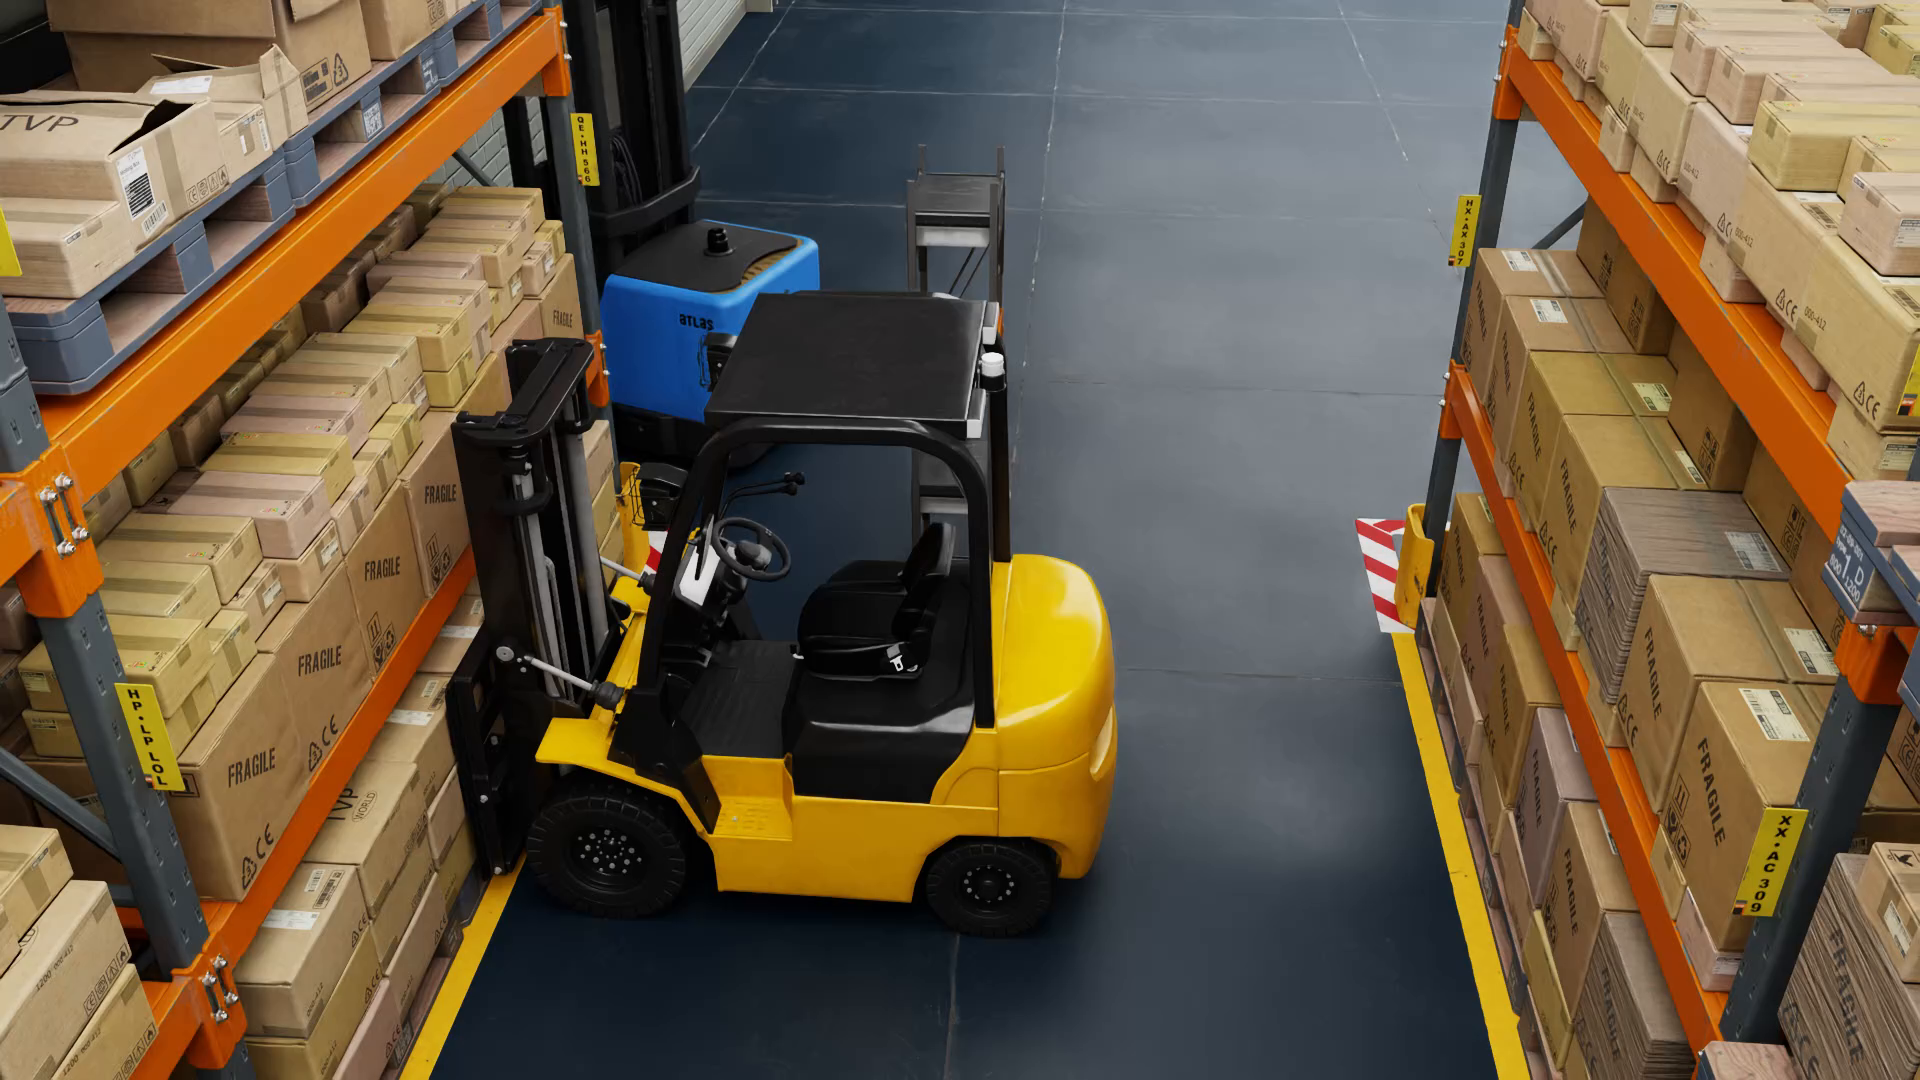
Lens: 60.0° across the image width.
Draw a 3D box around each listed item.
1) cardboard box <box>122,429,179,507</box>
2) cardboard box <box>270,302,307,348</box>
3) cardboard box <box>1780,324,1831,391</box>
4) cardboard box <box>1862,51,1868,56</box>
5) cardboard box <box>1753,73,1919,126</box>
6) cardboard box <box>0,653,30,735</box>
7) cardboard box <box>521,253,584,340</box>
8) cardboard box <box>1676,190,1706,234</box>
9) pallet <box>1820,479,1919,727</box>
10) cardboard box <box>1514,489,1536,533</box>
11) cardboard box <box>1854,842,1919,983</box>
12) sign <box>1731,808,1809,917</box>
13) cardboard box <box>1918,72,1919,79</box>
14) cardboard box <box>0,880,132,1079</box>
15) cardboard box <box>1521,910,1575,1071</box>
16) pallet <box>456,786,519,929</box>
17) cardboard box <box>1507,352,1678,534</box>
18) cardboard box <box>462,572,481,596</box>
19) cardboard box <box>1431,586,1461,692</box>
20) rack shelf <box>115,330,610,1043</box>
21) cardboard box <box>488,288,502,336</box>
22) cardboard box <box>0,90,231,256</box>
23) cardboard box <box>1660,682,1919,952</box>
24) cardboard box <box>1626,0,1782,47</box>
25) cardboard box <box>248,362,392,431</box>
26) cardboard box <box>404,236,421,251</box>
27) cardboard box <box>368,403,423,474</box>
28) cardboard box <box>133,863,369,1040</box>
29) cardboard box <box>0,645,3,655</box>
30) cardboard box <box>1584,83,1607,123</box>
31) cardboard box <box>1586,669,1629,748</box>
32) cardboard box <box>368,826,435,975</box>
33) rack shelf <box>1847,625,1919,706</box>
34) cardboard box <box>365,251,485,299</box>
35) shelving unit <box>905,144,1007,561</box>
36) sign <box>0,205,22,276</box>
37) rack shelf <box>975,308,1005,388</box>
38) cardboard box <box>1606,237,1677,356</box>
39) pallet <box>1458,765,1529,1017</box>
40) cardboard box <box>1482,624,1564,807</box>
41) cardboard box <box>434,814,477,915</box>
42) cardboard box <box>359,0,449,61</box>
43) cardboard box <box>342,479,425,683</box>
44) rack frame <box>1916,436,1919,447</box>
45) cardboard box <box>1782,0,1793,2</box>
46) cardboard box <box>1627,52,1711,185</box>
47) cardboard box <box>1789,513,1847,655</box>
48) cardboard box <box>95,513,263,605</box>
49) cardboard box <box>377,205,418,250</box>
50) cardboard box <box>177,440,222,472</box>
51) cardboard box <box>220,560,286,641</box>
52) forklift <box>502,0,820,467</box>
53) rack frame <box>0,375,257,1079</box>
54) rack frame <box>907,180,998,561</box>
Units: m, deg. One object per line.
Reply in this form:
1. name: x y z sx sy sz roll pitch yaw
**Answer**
1. cardboard box: -2.735 -0.236 5.276 0.380 0.149 0.250 2 32 3
2. cardboard box: -2.657 -0.769 6.142 0.380 0.149 0.250 2 32 3
3. cardboard box: 2.245 -0.475 4.042 0.380 0.149 0.250 3 32 4
4. cardboard box: 2.892 -1.481 5.295 0.500 0.250 0.500 3 32 5
5. cardboard box: 2.296 -1.094 4.286 0.380 0.149 0.250 2 32 3
6. cardboard box: -2.759 0.429 4.482 0.380 0.149 0.250 2 32 4
7. cardboard box: -1.982 -0.939 7.320 0.500 0.500 0.500 2 32 3
8. cardboard box: 2.361 -1.016 4.920 0.380 0.149 0.250 2 32 4
9. pallet: 2.262 0.258 2.793 1.213 0.211 1.003 2 32 4
10. cardboard box: 2.347 -0.144 6.364 0.380 0.149 0.250 3 32 5
11. cardboard box: 2.028 0.743 3.288 0.380 0.149 0.250 2 32 4
12. sign: 1.877 0.749 3.851 0.100 0.325 0.005 2 32 4
13. cardboard box: 2.821 -1.207 4.470 0.380 0.149 0.250 2 32 3
14. cardboard box: -2.314 1.045 3.862 0.500 0.250 0.500 2 32 3
15. cardboard box: 2.232 1.529 5.631 0.500 0.250 0.500 2 32 3
16. pallet: -2.326 1.060 6.829 1.003 0.211 1.213 2 32 4
17. cardboard box: 2.350 -0.351 6.082 0.500 0.500 0.500 2 32 3
18. cardboard box: -1.997 0.187 6.856 0.500 0.250 0.500 3 32 5
19. cardboard box: 2.403 0.447 7.387 0.500 0.250 0.500 2 32 4
20. rack shelf: -2.366 0.187 6.273 1.077 0.370 4.000 2 32 4
21. cardboard box: -2.057 -0.894 6.627 0.380 0.149 0.250 2 32 4
22. cardboard box: -2.218 -0.959 4.177 0.500 0.311 0.500 3 32 5
23. cardboard box: 2.207 0.724 4.337 0.500 0.500 0.500 2 32 3
24. cardboard box: 2.303 -1.632 5.160 0.380 0.149 0.250 3 32 5
25. cardboard box: -2.179 -0.481 5.674 0.380 0.149 0.250 3 32 4
26. cardboard box: -2.446 -1.186 7.102 0.380 0.149 0.250 2 32 4
27. cardboard box: -2.095 -0.355 5.754 0.380 0.149 0.250 2 32 3
28. cardboard box: -2.177 1.253 5.125 0.500 0.250 0.500 2 32 3
29. cardboard box: -2.804 0.301 4.405 0.380 0.149 0.250 3 32 4
30. cardboard box: 2.410 -1.557 5.798 0.380 0.149 0.250 2 32 4
31. cardboard box: 2.220 0.531 5.269 0.380 0.149 0.250 2 32 3
32. cardboard box: -2.143 1.202 5.684 0.500 0.250 0.500 2 32 4
33. rack shelf: 2.256 1.212 1.752 1.077 0.370 4.000 2 32 4
34. cardboard box: -2.100 -1.019 6.547 0.380 0.149 0.250 3 32 4
35. shelving unit: -0.013 -0.807 8.059 0.431 2.100 0.503 2 32 4
36. sign: -1.987 -0.687 3.353 0.100 0.325 0.005 2 32 4
37. rack shelf: -0.013 -0.796 8.066 0.431 0.518 0.480 2 32 4
38. cardboard box: 2.872 -1.009 6.197 0.700 0.500 0.500 3 32 4
39. pallet: 2.535 1.331 6.389 1.003 0.211 1.213 2 32 4
40. cardboard box: 2.314 0.675 6.301 0.500 0.500 0.500 3 32 5
41. cardboard box: -2.107 1.144 6.255 0.500 0.250 0.500 3 32 5
42. cardboard box: -2.179 -1.933 5.577 0.700 0.500 0.500 3 32 4
43. cardboard box: -2.167 0.125 5.593 0.500 0.500 0.500 2 32 3
44. rack frame: 2.419 -1.418 2.473 1.000 3.000 0.127 2 32 4
45. cardboard box: 2.850 -1.750 5.350 0.380 0.149 0.250 2 32 4
46. cardboard box: 2.308 -1.242 4.907 0.500 0.250 0.500 3 32 5
47. cardboard box: 2.734 0.055 4.470 0.700 0.500 0.500 3 32 4
48. cardboard box: -2.264 0.053 4.808 0.380 0.149 0.250 2 32 3
49. cardboard box: -2.528 -1.308 7.016 0.380 0.149 0.250 4 32 6
50. cardboard box: -2.658 -0.246 5.577 0.380 0.149 0.250 2 32 3
51. cardboard box: -2.228 0.179 4.886 0.380 0.149 0.250 2 32 4
52. forklift: -2.356 -2.156 9.455 3.031 2.935 1.130 14 34 21
53. rack frame: -2.529 0.926 4.388 1.000 3.000 0.127 2 32 4
54. rack frame: -0.033 -0.680 7.852 0.400 2.100 0.015 2 32 4
